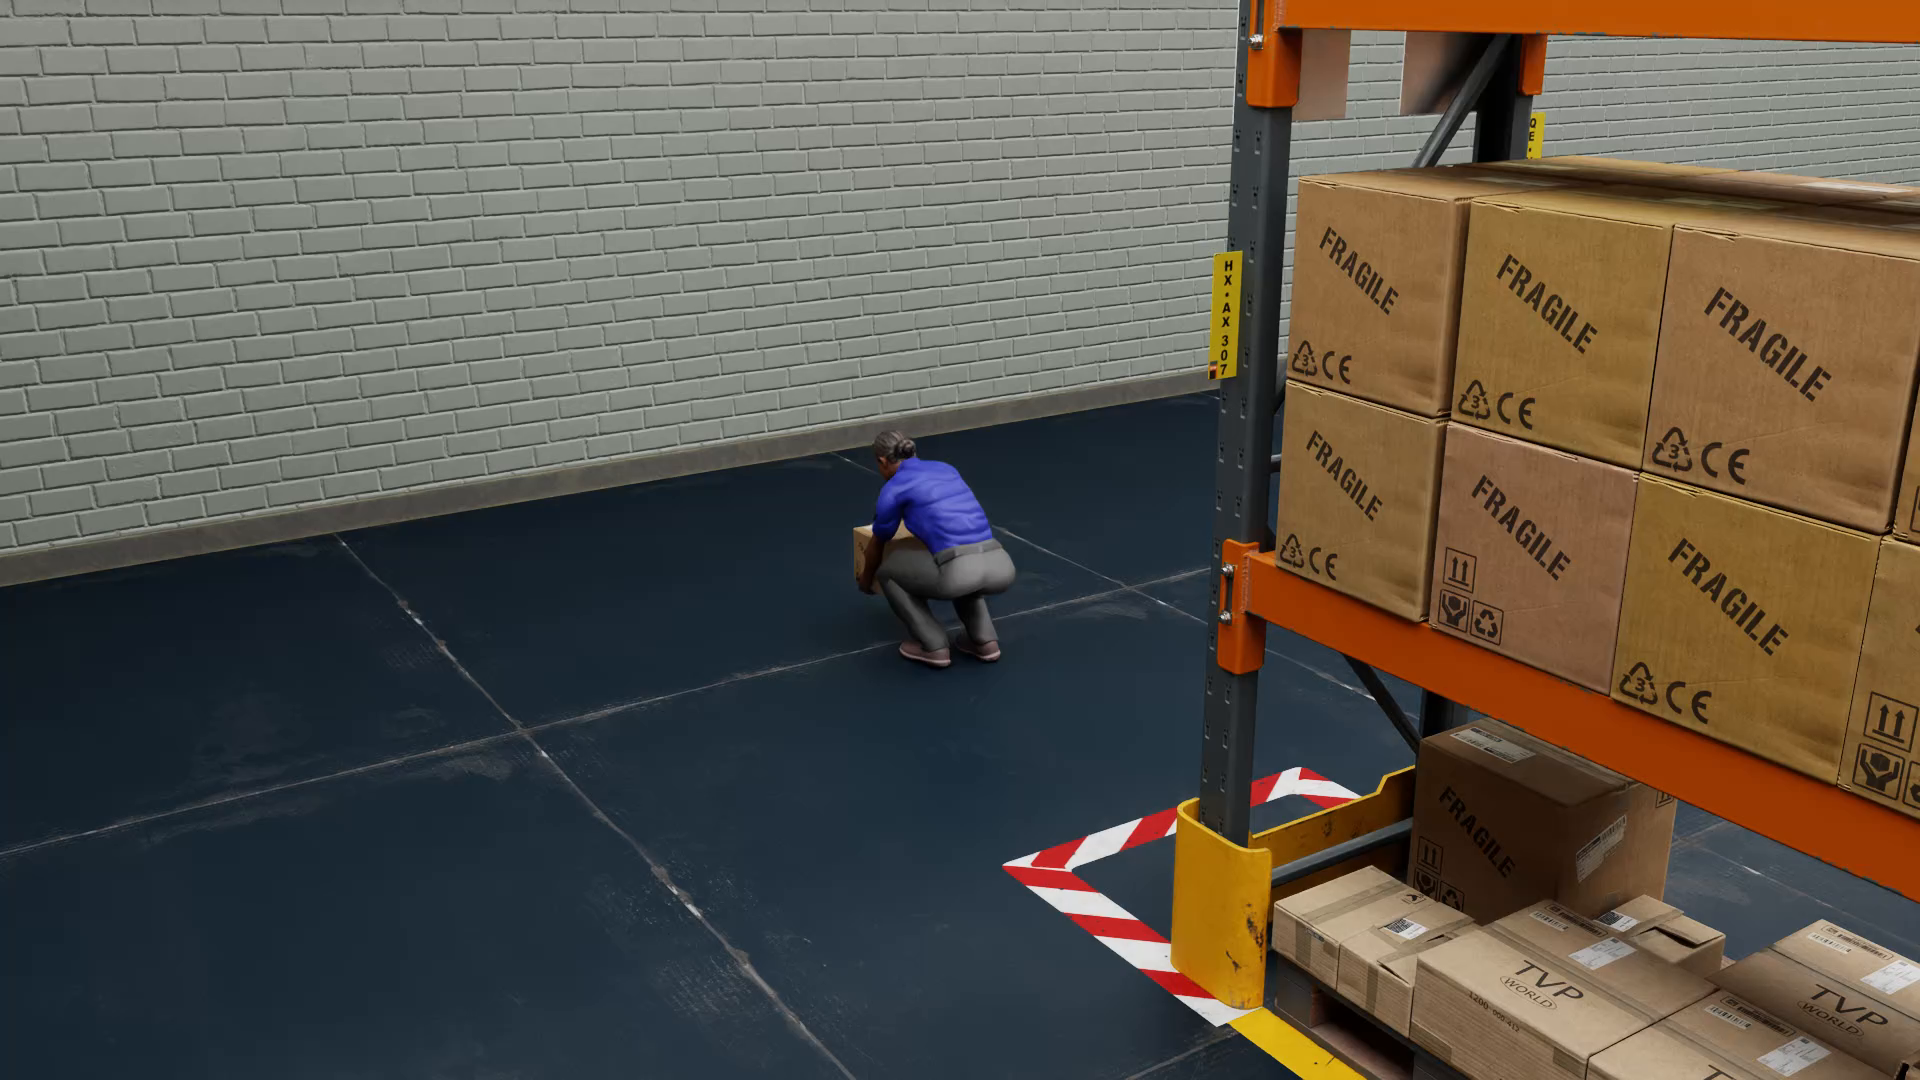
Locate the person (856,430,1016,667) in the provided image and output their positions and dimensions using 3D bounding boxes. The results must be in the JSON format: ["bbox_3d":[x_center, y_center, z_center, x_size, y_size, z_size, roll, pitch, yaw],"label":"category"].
[{"bbox_3d":[-0.122,0.030,7.134,0.465,0.950,0.836,-12,22,-33],"label":"person"}]
